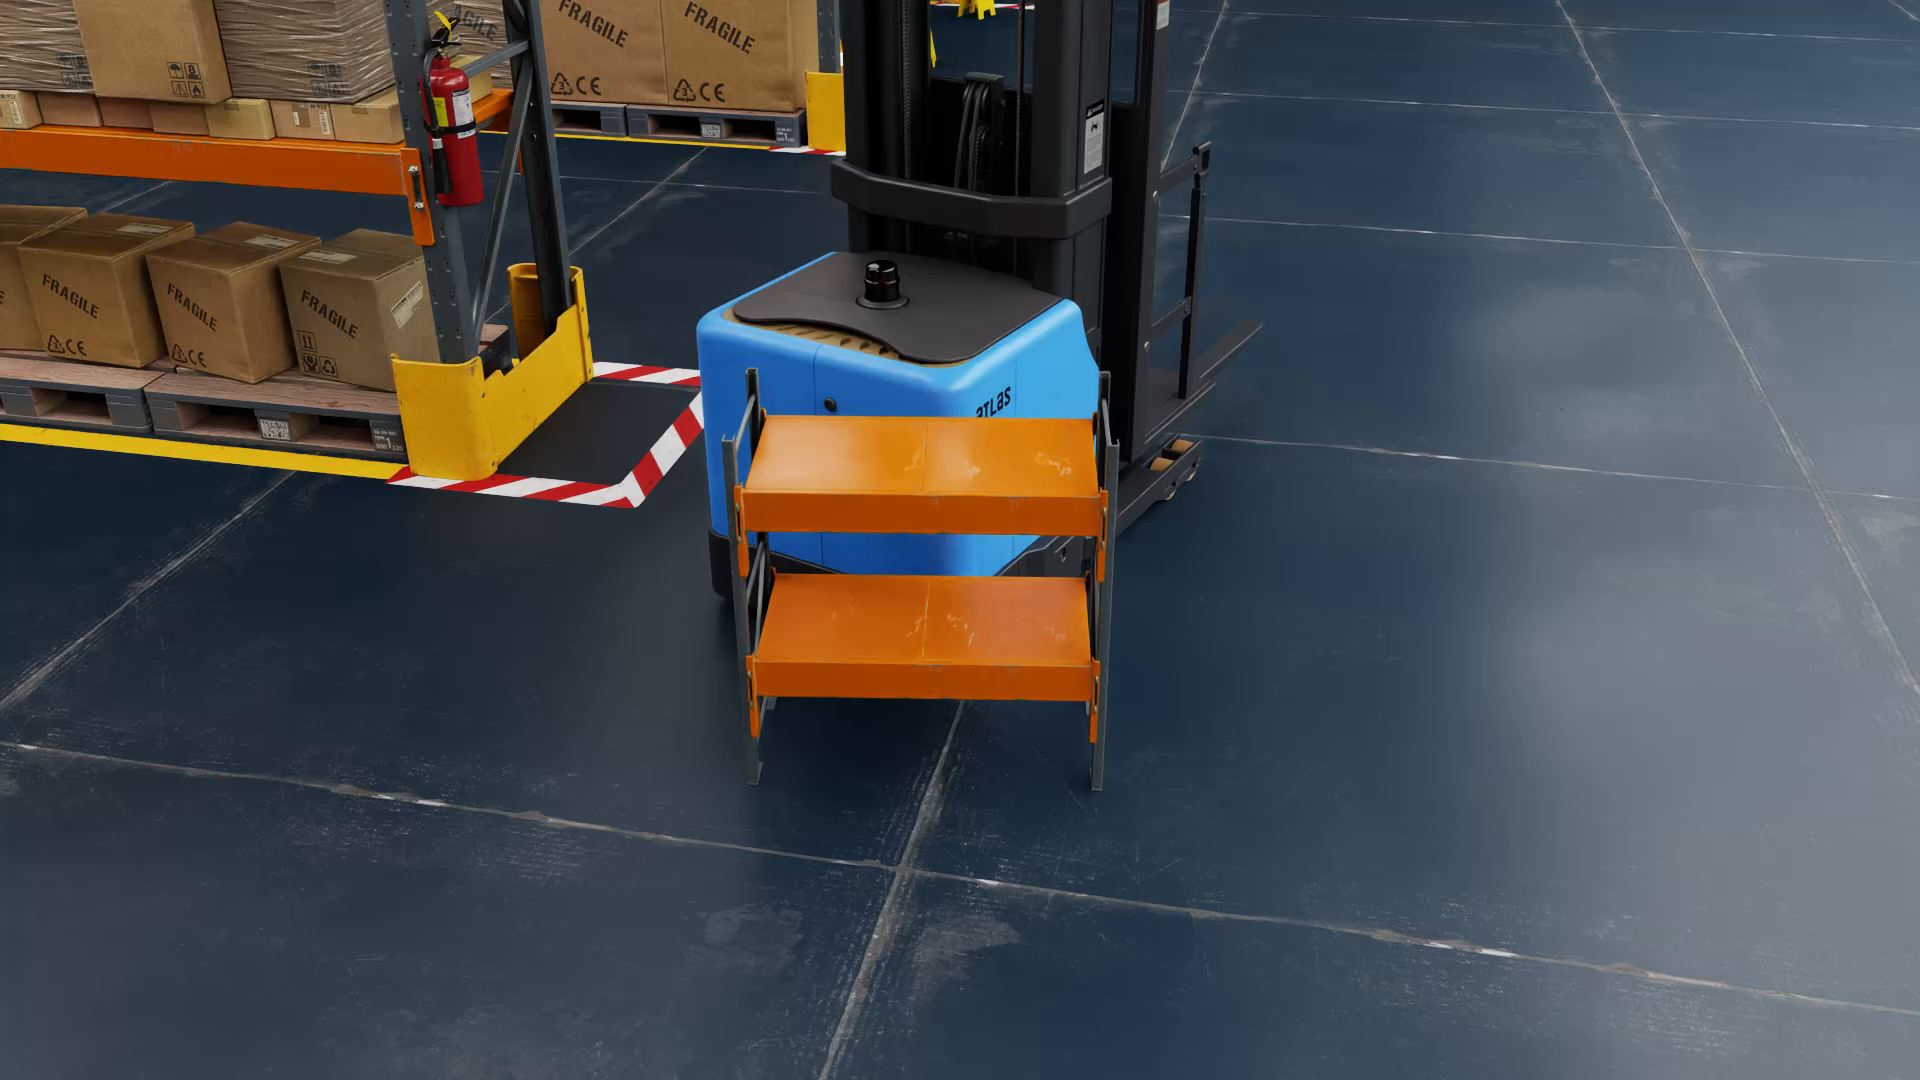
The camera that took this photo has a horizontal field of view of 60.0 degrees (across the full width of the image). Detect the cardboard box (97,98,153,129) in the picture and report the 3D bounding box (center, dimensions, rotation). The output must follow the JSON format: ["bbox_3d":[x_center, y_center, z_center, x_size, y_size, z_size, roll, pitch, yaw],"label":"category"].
[{"bbox_3d":[-3.182,-1.754,6.592,0.250,0.149,0.380,6,29,11],"label":"cardboard box"}]

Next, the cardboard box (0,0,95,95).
[{"bbox_3d":[-3.410,-2.136,6.615,0.500,0.500,0.875,6,29,11],"label":"cardboard box"}]

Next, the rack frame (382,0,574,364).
[{"bbox_3d":[-1.884,-1.830,6.468,0.127,3.000,1.000,6,29,11],"label":"rack frame"}]

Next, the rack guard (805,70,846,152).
[{"bbox_3d":[-0.726,-3.050,11.301,0.348,0.500,1.175,6,29,11],"label":"rack guard"}]

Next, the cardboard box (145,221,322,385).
[{"bbox_3d":[-3.083,-1.032,7.177,0.500,0.500,0.500,14,32,24],"label":"cardboard box"}]

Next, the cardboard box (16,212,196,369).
[{"bbox_3d":[-3.691,-1.103,7.308,0.500,0.500,0.500,9,30,15],"label":"cardboard box"}]

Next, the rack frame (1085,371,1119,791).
[{"bbox_3d":[0.409,0.127,4.847,0.032,1.125,0.500,1,29,1],"label":"rack frame"}]

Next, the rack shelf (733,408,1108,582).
[{"bbox_3d":[-0.099,-0.136,4.718,1.000,0.278,0.538,1,29,1],"label":"rack shelf"}]

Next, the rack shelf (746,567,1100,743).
[{"bbox_3d":[-0.099,0.335,4.976,1.000,0.278,0.538,1,29,1],"label":"rack shelf"}]

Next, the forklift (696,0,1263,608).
[{"bbox_3d":[0.323,-1.545,6.020,1.130,2.935,3.031,16,33,27],"label":"forklift"}]

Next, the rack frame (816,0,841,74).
[{"bbox_3d":[-0.749,-4.149,10.705,0.127,3.000,1.000,6,29,11],"label":"rack frame"}]

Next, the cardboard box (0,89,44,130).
[{"bbox_3d":[-3.694,-1.752,6.589,0.250,0.149,0.380,6,29,11],"label":"cardboard box"}]

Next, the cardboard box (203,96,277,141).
[{"bbox_3d":[-2.705,-1.677,6.452,0.250,0.149,0.380,6,29,11],"label":"cardboard box"}]

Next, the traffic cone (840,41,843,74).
[{"bbox_3d":[-0.972,-3.756,12.629,0.334,0.463,0.336,6,29,11],"label":"traffic cone"}]

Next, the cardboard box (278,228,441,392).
[{"bbox_3d":[-2.491,-0.988,7.097,0.500,0.500,0.500,11,31,20],"label":"cardboard box"}]

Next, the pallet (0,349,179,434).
[{"bbox_3d":[-3.935,-0.836,7.557,1.213,0.211,1.003,6,29,11],"label":"pallet"}]

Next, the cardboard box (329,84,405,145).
[{"bbox_3d":[-2.206,-1.651,6.404,0.250,0.149,0.380,6,29,11],"label":"cardboard box"}]

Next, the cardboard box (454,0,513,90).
[{"bbox_3d":[-3.178,-3.618,11.510,0.875,0.875,0.875,6,29,11],"label":"cardboard box"}]

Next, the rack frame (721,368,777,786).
[{"bbox_3d":[-0.607,0.114,4.871,0.032,1.125,0.500,1,29,1],"label":"rack frame"}]

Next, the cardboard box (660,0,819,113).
[{"bbox_3d":[-1.426,-3.438,11.182,0.875,0.875,0.875,6,29,11],"label":"cardboard box"}]

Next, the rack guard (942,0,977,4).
[{"bbox_3d":[0.111,-5.395,15.584,0.348,0.500,1.175,6,29,11],"label":"rack guard"}]

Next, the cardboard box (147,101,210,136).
[{"bbox_3d":[-2.946,-1.710,6.511,0.250,0.149,0.380,6,29,11],"label":"cardboard box"}]

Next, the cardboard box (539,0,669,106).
[{"bbox_3d":[-2.287,-3.525,11.341,0.875,0.875,0.875,5,29,10],"label":"cardboard box"}]

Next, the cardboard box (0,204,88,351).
[{"bbox_3d":[-4.227,-1.180,7.448,0.500,0.500,0.500,3,29,6],"label":"cardboard box"}]

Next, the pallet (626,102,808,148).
[{"bbox_3d":[-1.547,-2.969,11.454,1.213,0.211,1.003,6,29,11],"label":"pallet"}]

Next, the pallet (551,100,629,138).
[{"bbox_3d":[-2.737,-3.093,11.679,1.213,0.211,1.003,6,29,11],"label":"pallet"}]

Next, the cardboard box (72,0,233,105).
[{"bbox_3d":[-2.930,-2.066,6.486,0.500,0.500,0.875,6,29,11],"label":"cardboard box"}]

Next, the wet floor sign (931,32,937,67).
[{"bbox_3d":[-0.307,-4.043,12.963,0.232,0.644,0.267,1,29,2],"label":"wet floor sign"}]

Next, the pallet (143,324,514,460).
[{"bbox_3d":[-2.745,-0.712,7.331,1.213,0.211,1.003,6,29,11],"label":"pallet"}]

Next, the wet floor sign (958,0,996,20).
[{"bbox_3d":[0.148,-4.929,14.582,0.232,0.644,0.267,17,33,28],"label":"wet floor sign"}]

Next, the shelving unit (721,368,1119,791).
[{"bbox_3d":[-0.099,0.120,4.859,1.048,1.125,0.538,1,29,1],"label":"shelving unit"}]

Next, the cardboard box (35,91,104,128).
[{"bbox_3d":[-3.431,-1.769,6.619,0.250,0.149,0.380,6,29,11],"label":"cardboard box"}]

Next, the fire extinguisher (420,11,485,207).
[{"bbox_3d":[-1.868,-1.568,6.071,0.183,0.674,0.296,6,29,11],"label":"fire extinguisher"}]

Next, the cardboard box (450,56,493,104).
[{"bbox_3d":[-2.113,-1.860,6.785,0.250,0.149,0.380,6,29,11],"label":"cardboard box"}]

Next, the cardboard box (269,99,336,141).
[{"bbox_3d":[-2.450,-1.676,6.450,0.250,0.149,0.380,6,29,11],"label":"cardboard box"}]

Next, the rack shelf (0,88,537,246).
[{"bbox_3d":[-3.840,-1.715,7.008,4.000,0.370,1.077,6,29,11],"label":"rack shelf"}]

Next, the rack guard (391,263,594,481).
[{"bbox_3d":[-1.958,-0.741,7.083,0.348,0.500,1.175,6,29,11],"label":"rack guard"}]

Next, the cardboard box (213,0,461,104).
[{"bbox_3d":[-2.416,-2.072,6.497,0.500,0.500,0.875,6,29,11],"label":"cardboard box"}]
